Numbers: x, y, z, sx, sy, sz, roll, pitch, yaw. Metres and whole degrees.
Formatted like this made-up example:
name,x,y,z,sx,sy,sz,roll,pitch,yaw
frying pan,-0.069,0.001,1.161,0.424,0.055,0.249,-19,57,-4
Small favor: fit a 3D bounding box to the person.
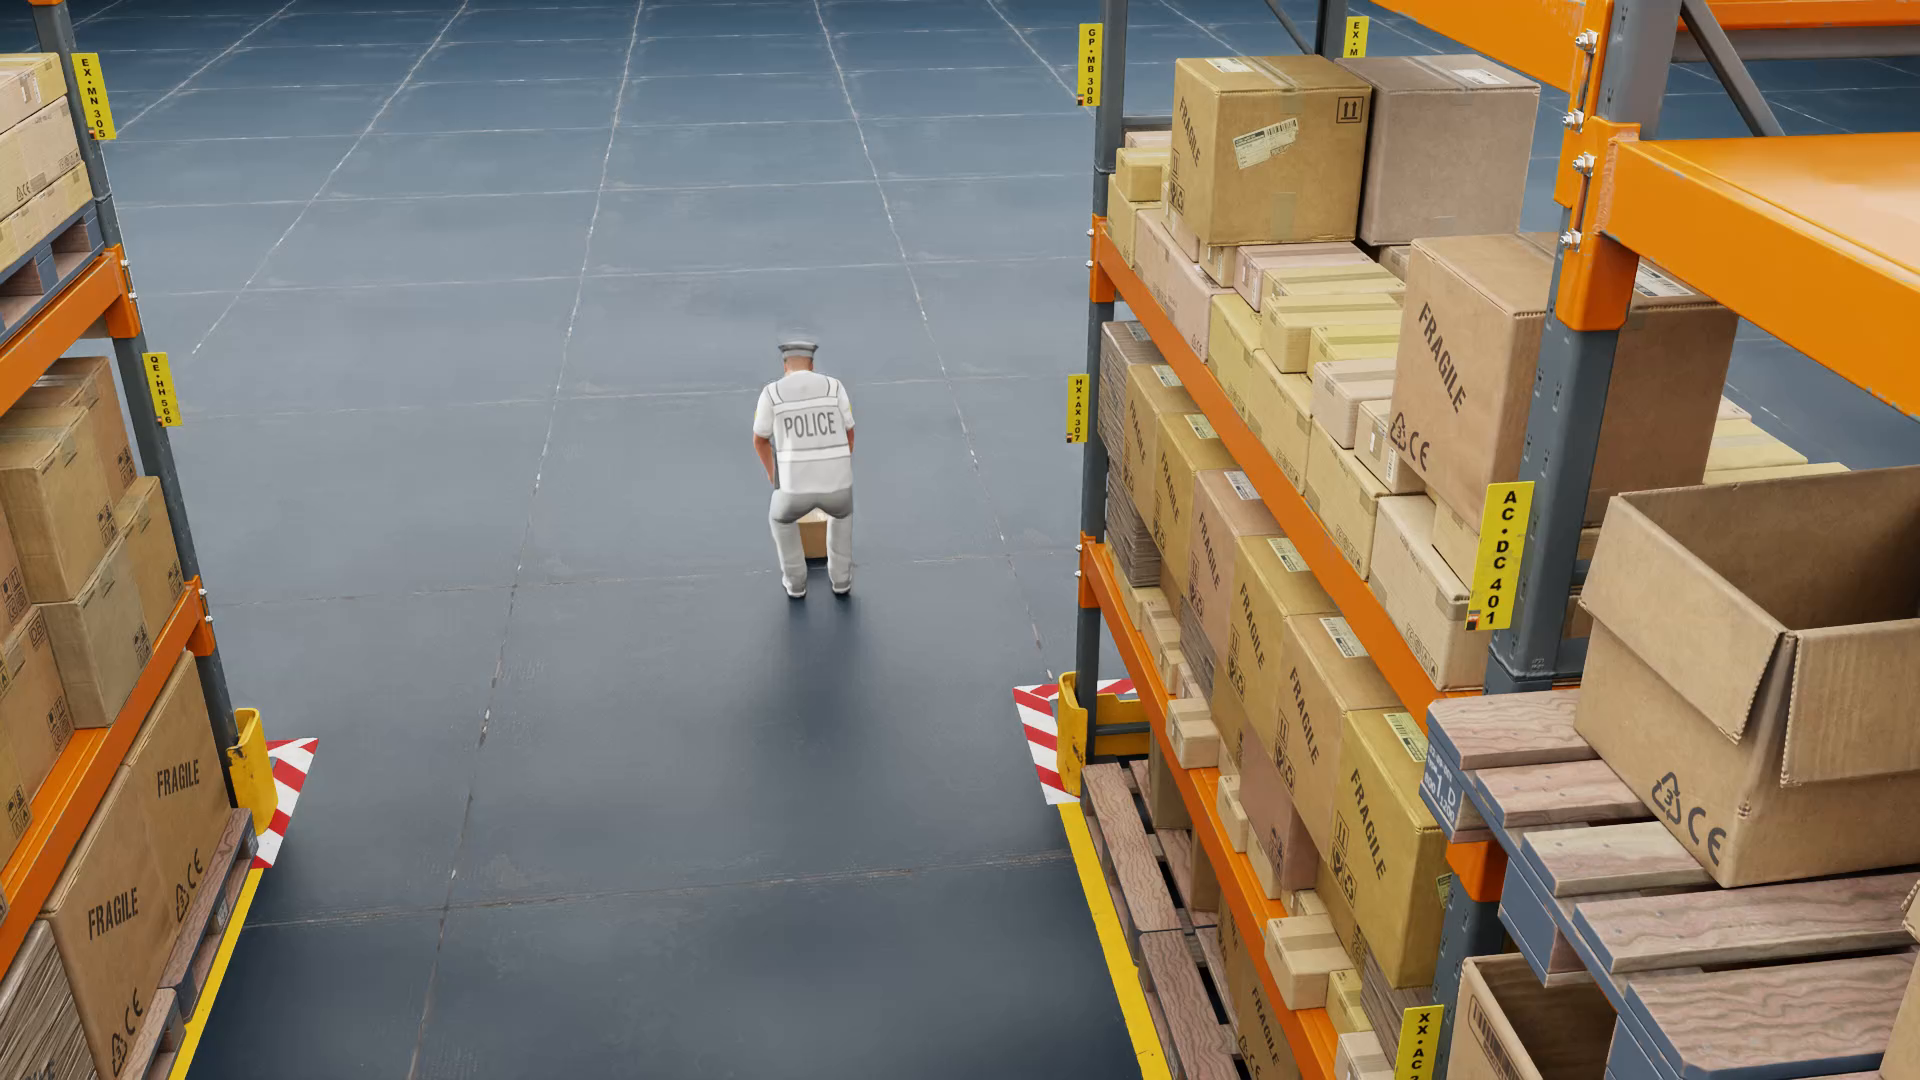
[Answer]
name,x,y,z,sx,sy,sz,roll,pitch,yaw
person,-0.898,-0.395,9.710,0.589,1.468,0.772,-4,27,-7
